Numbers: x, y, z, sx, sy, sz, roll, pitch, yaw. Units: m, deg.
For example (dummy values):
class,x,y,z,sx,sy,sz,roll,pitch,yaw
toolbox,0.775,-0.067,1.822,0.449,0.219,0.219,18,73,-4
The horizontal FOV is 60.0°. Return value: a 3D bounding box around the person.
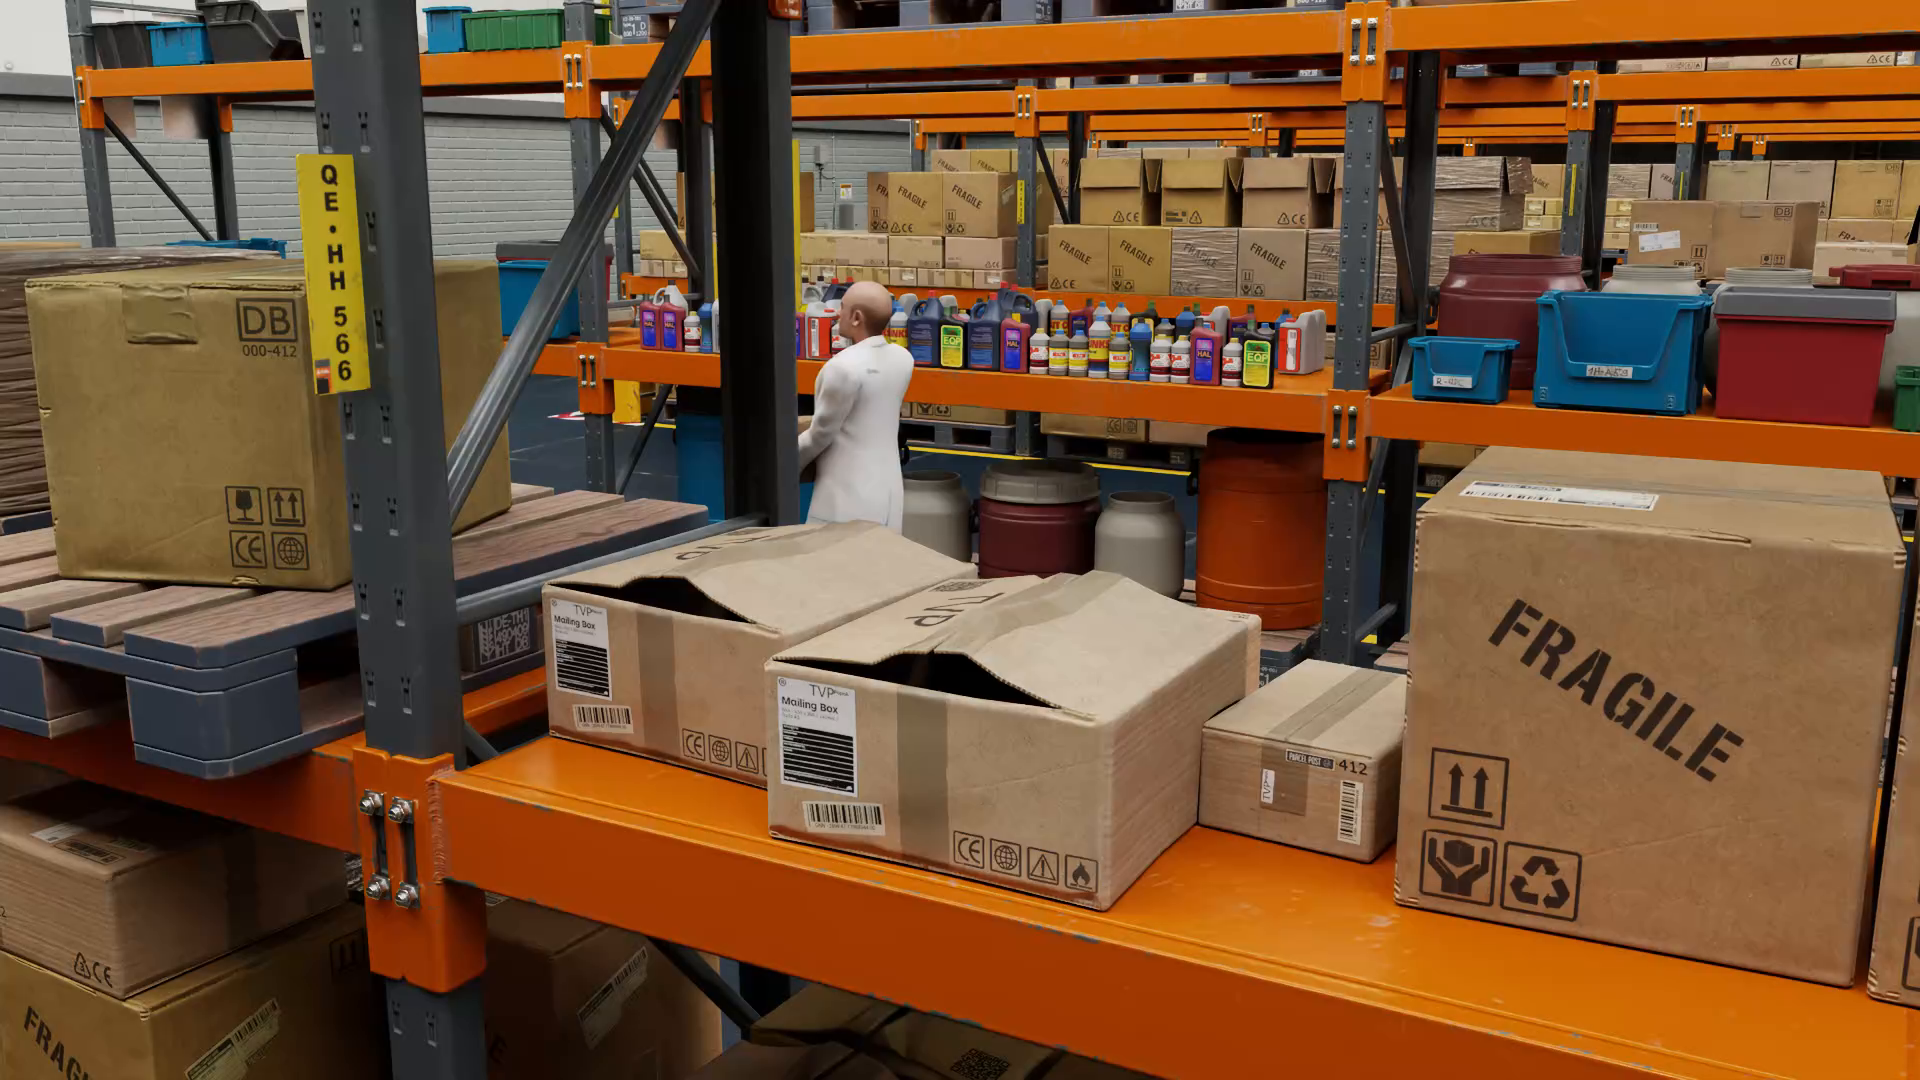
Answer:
class,x,y,z,sx,sy,sz,roll,pitch,yaw
person,-0.505,-0.174,6.811,0.554,1.769,0.531,7,14,28
